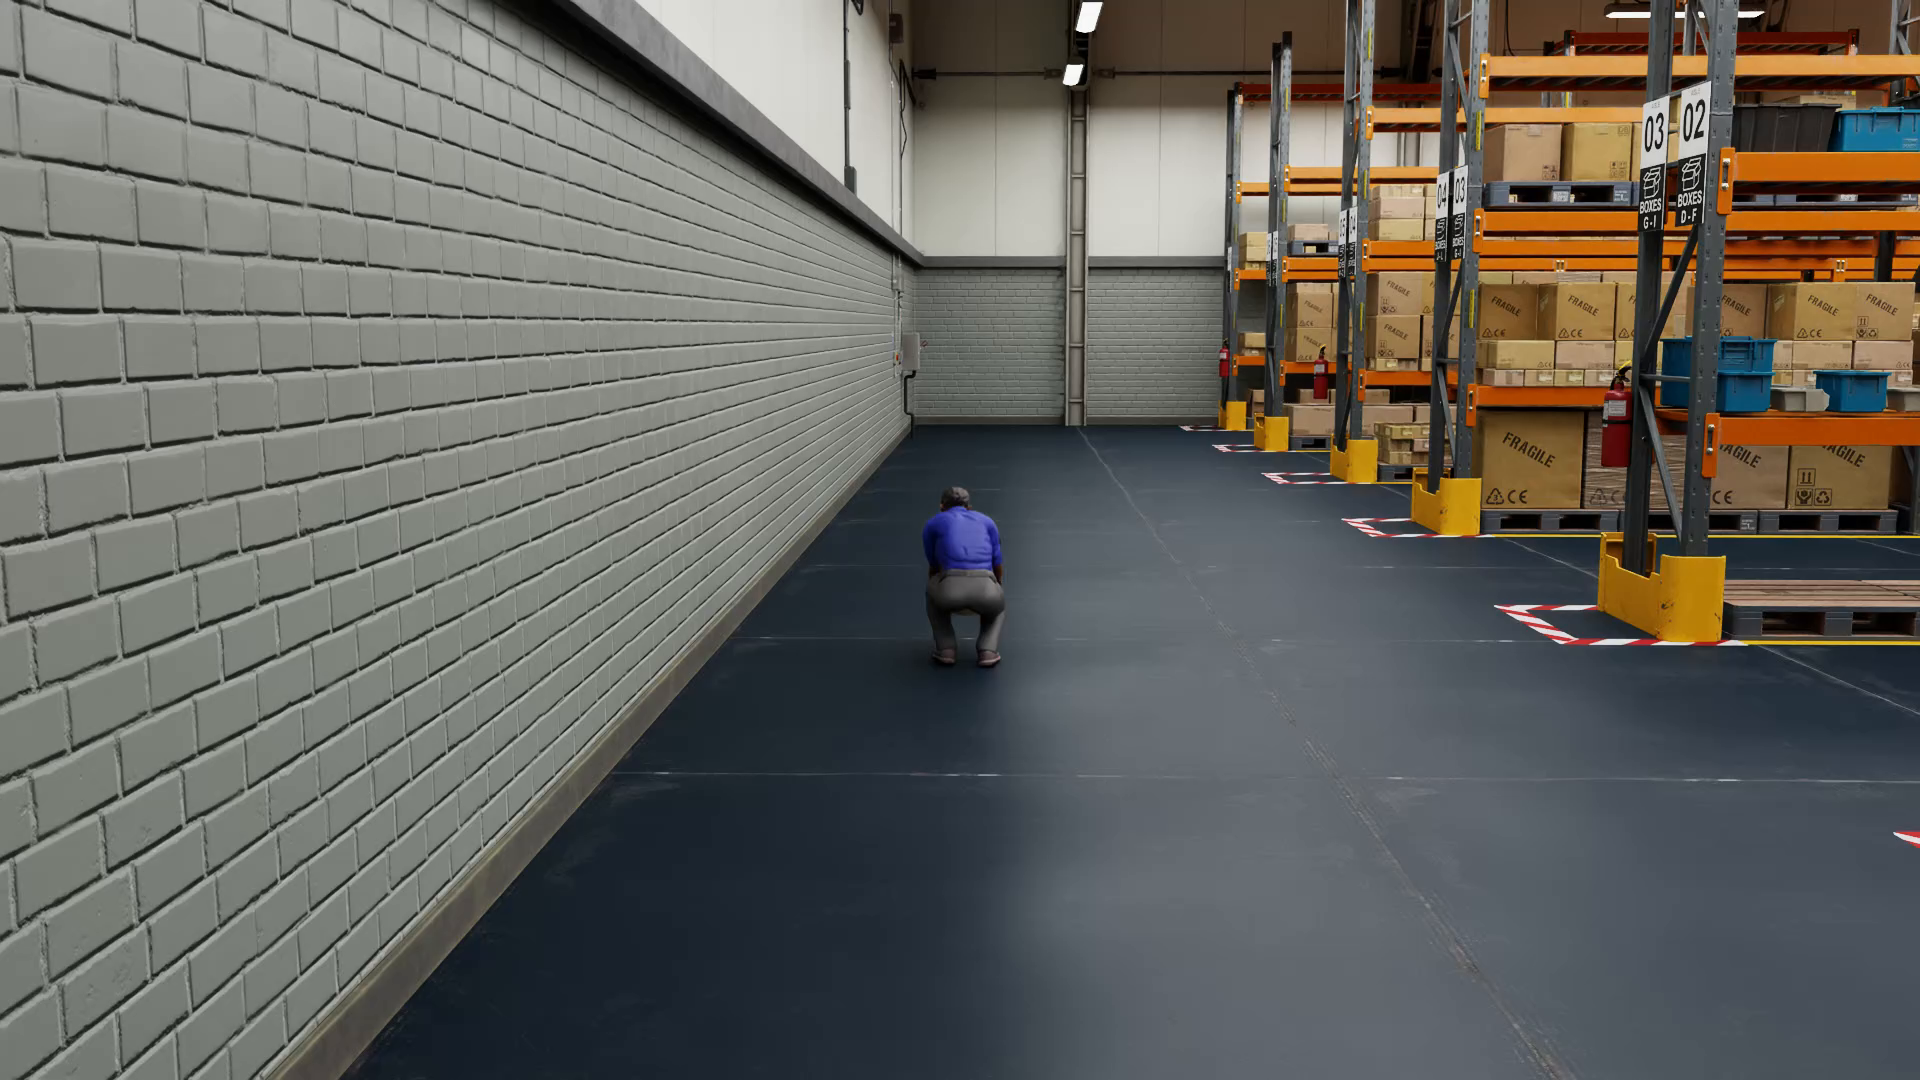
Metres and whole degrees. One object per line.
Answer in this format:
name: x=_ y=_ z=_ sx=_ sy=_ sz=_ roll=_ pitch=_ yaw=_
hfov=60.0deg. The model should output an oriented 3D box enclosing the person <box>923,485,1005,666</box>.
person: x=0.023 y=0.192 z=9.180 sx=0.460 sy=0.948 sz=0.842 roll=0 pitch=7 yaw=0
